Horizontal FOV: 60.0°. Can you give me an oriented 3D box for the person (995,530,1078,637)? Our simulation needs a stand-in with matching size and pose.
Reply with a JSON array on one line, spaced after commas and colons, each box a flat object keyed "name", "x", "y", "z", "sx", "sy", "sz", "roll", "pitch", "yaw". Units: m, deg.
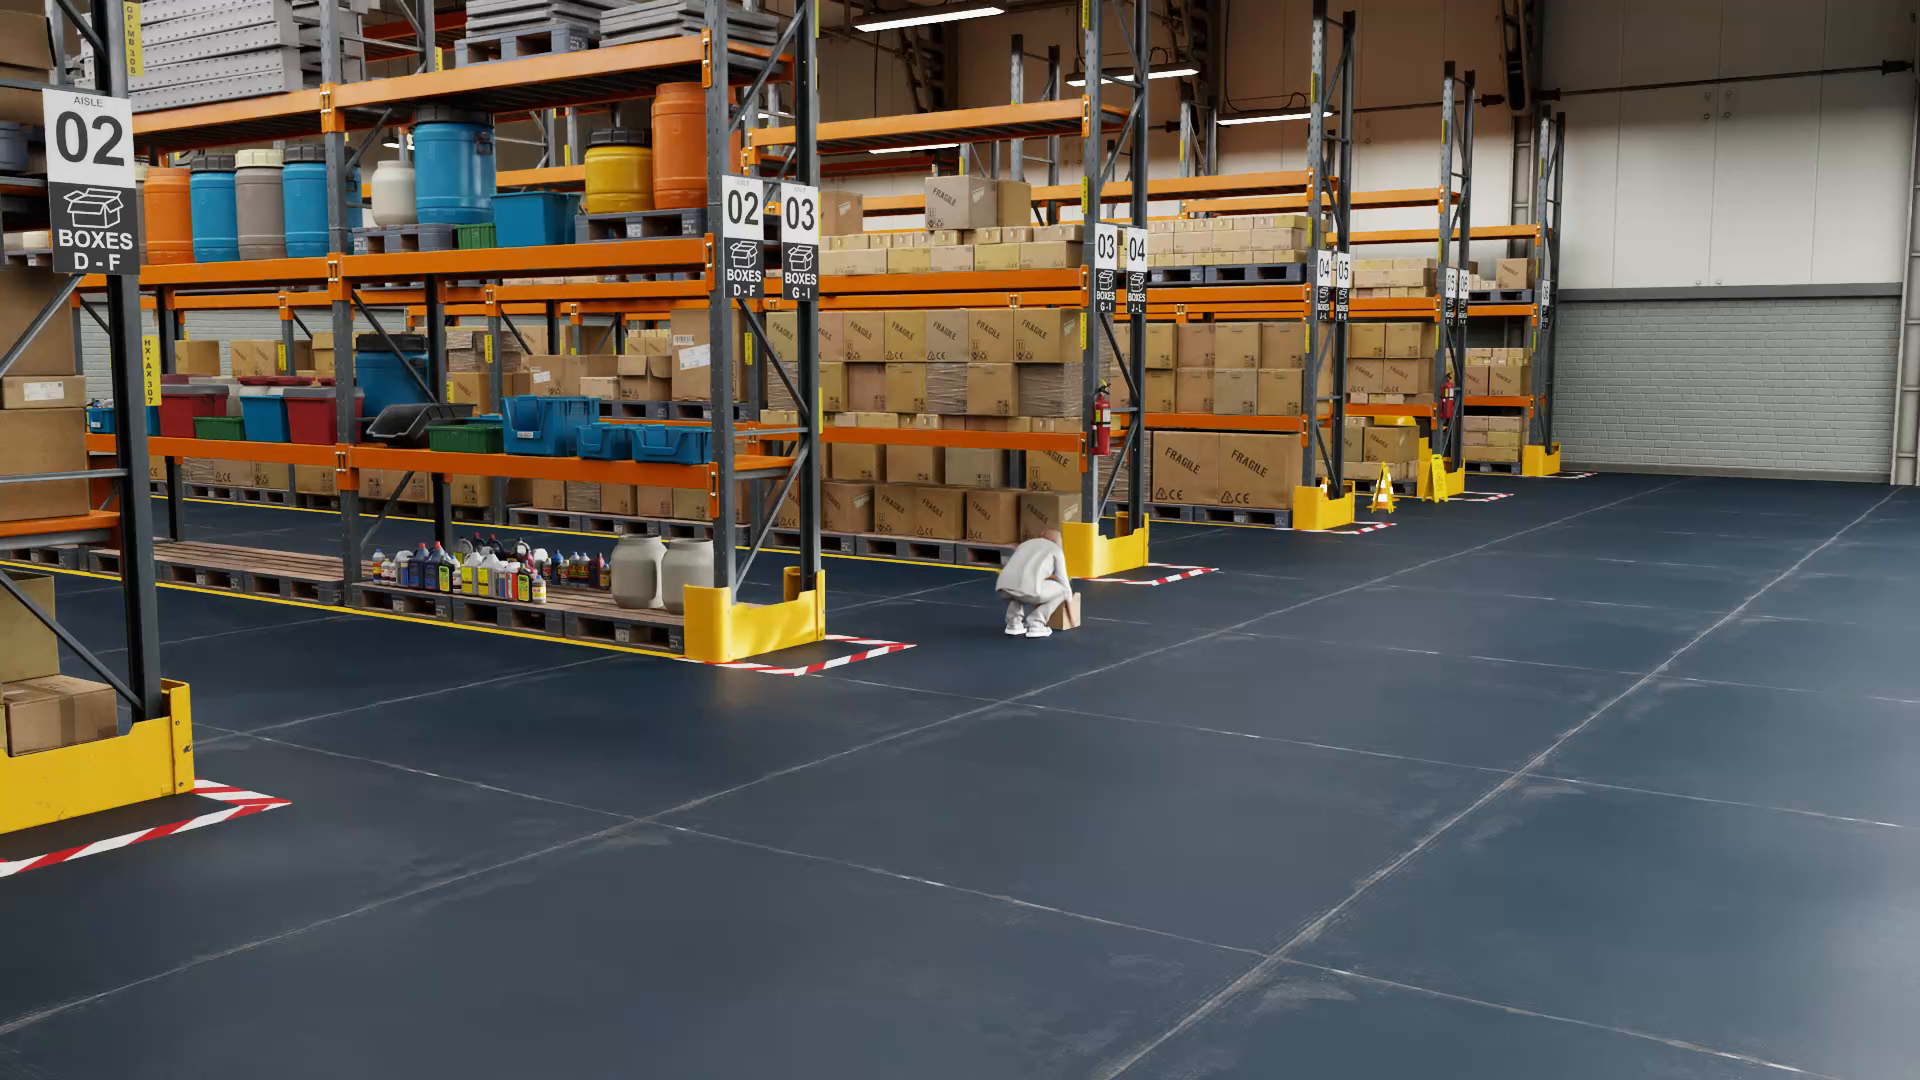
[{"name": "person", "x": 0.552, "y": 0.345, "z": 12.204, "sx": 0.432, "sy": 0.745, "sz": 0.814, "roll": 4, "pitch": 8, "yaw": 33}]
